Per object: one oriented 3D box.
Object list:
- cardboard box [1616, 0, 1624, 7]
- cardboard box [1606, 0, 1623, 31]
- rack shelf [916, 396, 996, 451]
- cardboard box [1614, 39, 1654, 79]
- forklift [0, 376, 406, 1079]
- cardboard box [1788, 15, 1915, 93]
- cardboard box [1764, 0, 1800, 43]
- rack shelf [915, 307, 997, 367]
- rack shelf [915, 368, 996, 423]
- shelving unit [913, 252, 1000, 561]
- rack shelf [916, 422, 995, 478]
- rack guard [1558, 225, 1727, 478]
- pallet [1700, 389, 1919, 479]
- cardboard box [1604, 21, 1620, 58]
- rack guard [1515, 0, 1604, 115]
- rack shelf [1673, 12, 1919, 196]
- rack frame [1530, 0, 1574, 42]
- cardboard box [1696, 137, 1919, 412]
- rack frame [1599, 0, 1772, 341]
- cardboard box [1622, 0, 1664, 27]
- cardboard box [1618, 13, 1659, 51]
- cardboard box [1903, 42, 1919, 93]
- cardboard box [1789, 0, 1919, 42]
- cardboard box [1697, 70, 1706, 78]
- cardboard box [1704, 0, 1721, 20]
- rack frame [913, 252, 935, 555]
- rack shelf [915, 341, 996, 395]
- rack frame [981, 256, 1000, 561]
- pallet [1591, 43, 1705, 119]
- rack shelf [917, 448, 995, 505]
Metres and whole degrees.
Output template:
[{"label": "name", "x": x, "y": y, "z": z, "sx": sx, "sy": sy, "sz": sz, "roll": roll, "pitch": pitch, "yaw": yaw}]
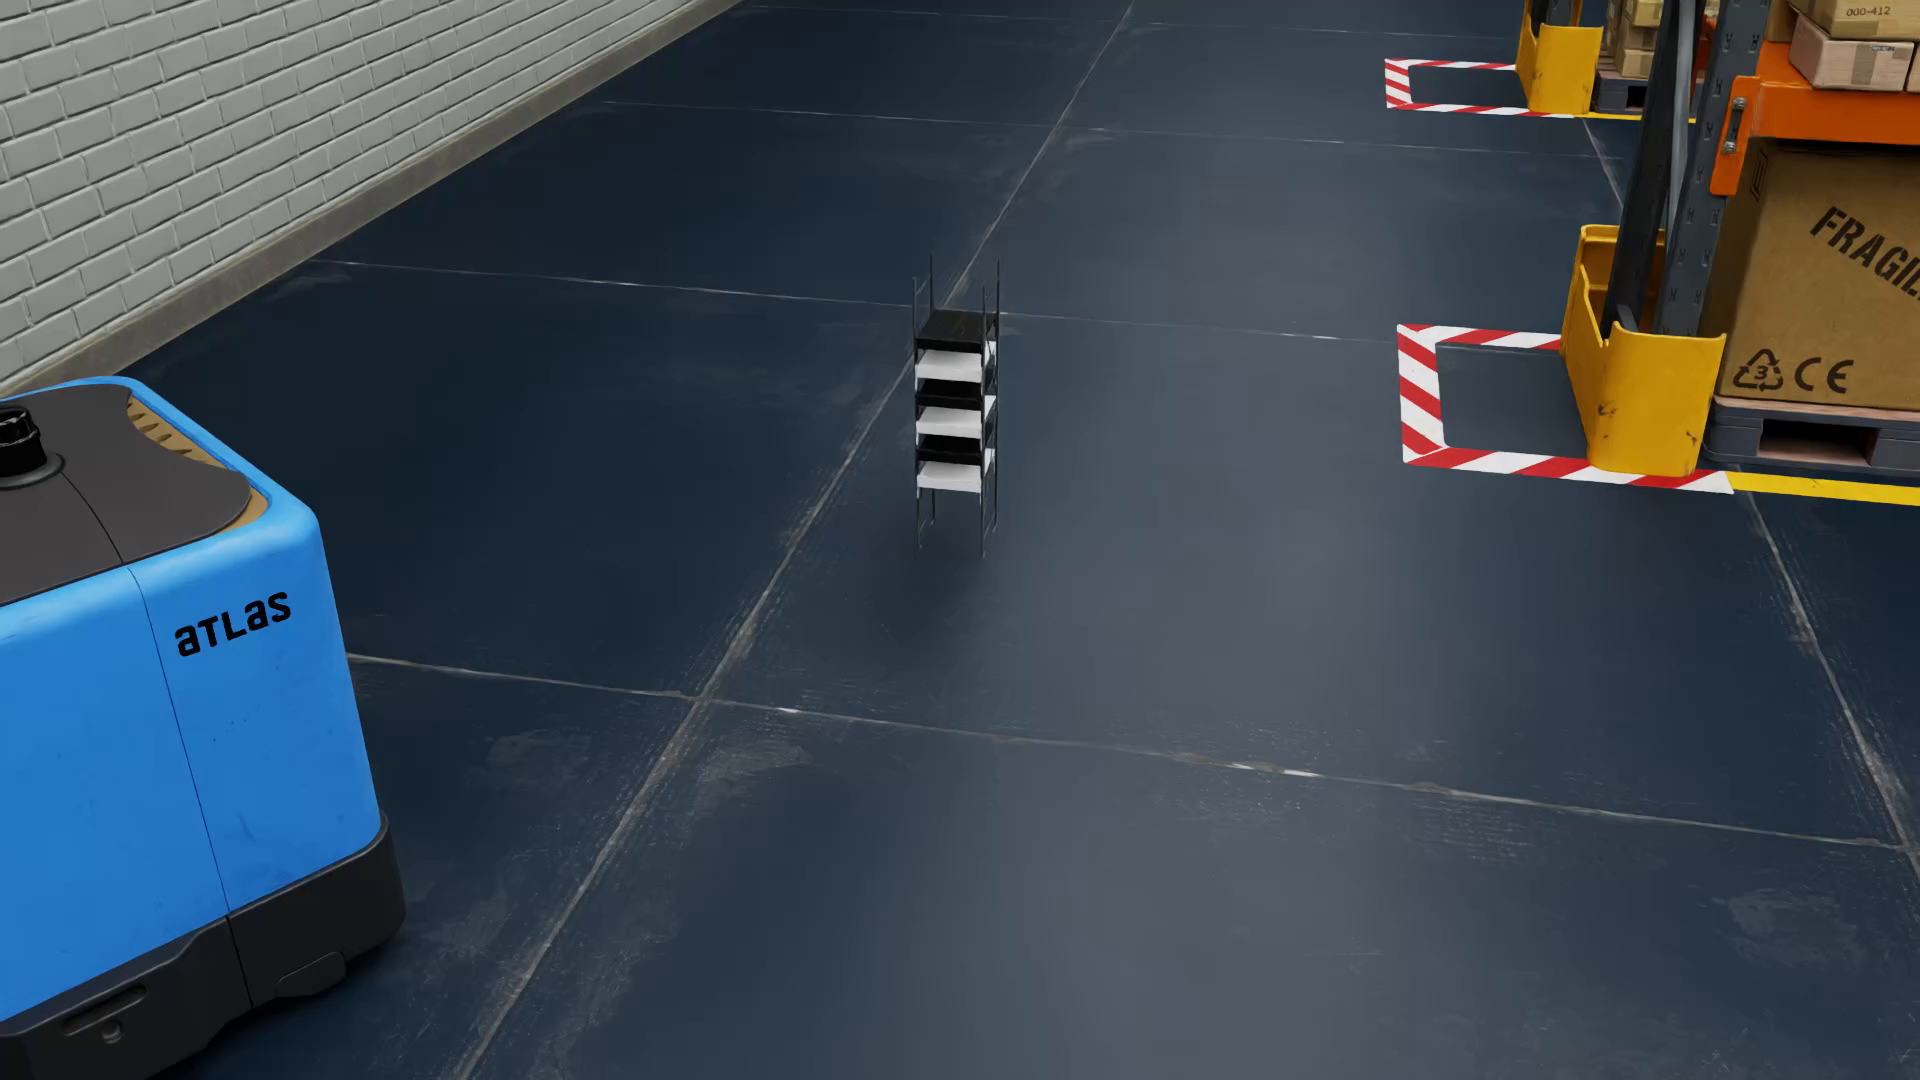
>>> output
[{"label": "cardboard box", "x": 4.177, "y": -3.390, "z": 10.230, "sx": 0.250, "sy": 0.149, "sz": 0.380, "roll": 6, "pitch": 29, "yaw": 11}, {"label": "cardboard box", "x": 4.182, "y": -3.274, "z": 10.329, "sx": 0.250, "sy": 0.149, "sz": 0.380, "roll": 5, "pitch": 29, "yaw": 9}, {"label": "rack shelf", "x": -0.008, "y": -0.366, "z": 5.051, "sx": 0.200, "sy": 0.077, "sz": 0.258, "roll": 6, "pitch": 29, "yaw": 11}, {"label": "cardboard box", "x": 4.051, "y": -2.860, "z": 9.882, "sx": 0.250, "sy": 0.149, "sz": 0.380, "roll": 6, "pitch": 29, "yaw": 12}, {"label": "forklift", "x": -2.612, "y": -0.075, "z": 2.334, "sx": 3.031, "sy": 2.935, "sz": 1.130, "roll": -25, "pitch": 37, "yaw": -38}, {"label": "cardboard box", "x": 2.750, "y": -1.509, "z": 5.144, "sx": 0.250, "sy": 0.149, "sz": 0.380, "roll": 6, "pitch": 29, "yaw": 11}, {"label": "cardboard box", "x": 2.888, "y": -1.819, "z": 5.710, "sx": 0.250, "sy": 0.149, "sz": 0.380, "roll": 6, "pitch": 29, "yaw": 12}, {"label": "rack shelf", "x": -0.008, "y": -0.603, "z": 4.922, "sx": 0.200, "sy": 0.077, "sz": 0.258, "roll": 6, "pitch": 29, "yaw": 11}, {"label": "rack shelf", "x": -0.008, "y": -0.445, "z": 5.008, "sx": 0.200, "sy": 0.077, "sz": 0.258, "roll": 6, "pitch": 29, "yaw": 11}, {"label": "shelving unit", "x": -0.008, "y": -0.396, "z": 5.035, "sx": 0.210, "sy": 0.900, "sz": 0.258, "roll": 6, "pitch": 29, "yaw": 11}, {"label": "rack shelf", "x": -0.008, "y": -0.287, "z": 5.095, "sx": 0.200, "sy": 0.077, "sz": 0.258, "roll": 6, "pitch": 29, "yaw": 11}, {"label": "rack guard", "x": 2.448, "y": -0.716, "z": 6.037, "sx": 0.348, "sy": 0.500, "sz": 1.175, "roll": 6, "pitch": 29, "yaw": 11}, {"label": "pallet", "x": 3.270, "y": -0.543, "z": 6.022, "sx": 1.213, "sy": 0.211, "sz": 1.003, "roll": 6, "pitch": 29, "yaw": 11}, {"label": "cardboard box", "x": 4.164, "y": -3.108, "z": 10.335, "sx": 0.250, "sy": 0.149, "sz": 0.380, "roll": 6, "pitch": 29, "yaw": 11}, {"label": "rack guard", "x": 3.680, "y": -3.025, "z": 10.255, "sx": 0.348, "sy": 0.500, "sz": 1.175, "roll": 6, "pitch": 29, "yaw": 11}, {"label": "rack shelf", "x": 4.427, "y": -1.294, "z": 5.239, "sx": 4.000, "sy": 0.370, "sz": 1.077, "roll": 6, "pitch": 29, "yaw": 11}, {"label": "rack frame", "x": 3.606, "y": -4.129, "z": 9.668, "sx": 0.127, "sy": 3.000, "sz": 1.000, "roll": 6, "pitch": 29, "yaw": 11}, {"label": "cardboard box", "x": 3.114, "y": -1.035, "z": 5.793, "sx": 0.875, "sy": 0.875, "sz": 0.875, "roll": 6, "pitch": 29, "yaw": 11}, {"label": "rack frame", "x": 2.471, "y": -1.810, "z": 5.432, "sx": 0.127, "sy": 3.000, "sz": 1.000, "roll": 6, "pitch": 29, "yaw": 11}, {"label": "cardboard box", "x": 4.047, "y": -3.112, "z": 9.722, "sx": 0.250, "sy": 0.149, "sz": 0.380, "roll": 5, "pitch": 29, "yaw": 8}, {"label": "cardboard box", "x": 4.065, "y": -3.020, "z": 9.864, "sx": 0.250, "sy": 0.149, "sz": 0.380, "roll": 7, "pitch": 29, "yaw": 13}, {"label": "cardboard box", "x": 3.001, "y": -1.484, "z": 5.099, "sx": 0.250, "sy": 0.149, "sz": 0.380, "roll": 5, "pitch": 29, "yaw": 10}, {"label": "cardboard box", "x": 2.884, "y": -1.700, "z": 5.077, "sx": 0.500, "sy": 0.250, "sz": 0.500, "roll": 5, "pitch": 29, "yaw": 9}, {"label": "cardboard box", "x": 4.325, "y": -2.872, "z": 9.904, "sx": 0.250, "sy": 0.149, "sz": 0.380, "roll": 6, "pitch": 29, "yaw": 10}, {"label": "cardboard box", "x": 4.342, "y": -3.140, "z": 9.775, "sx": 0.250, "sy": 0.149, "sz": 0.380, "roll": 6, "pitch": 29, "yaw": 11}, {"label": "rack frame", "x": -0.107, "y": -0.406, "z": 5.054, "sx": 0.006, "sy": 0.900, "sz": 0.240, "roll": 6, "pitch": 29, "yaw": 11}, {"label": "rack shelf", "x": -0.008, "y": -0.524, "z": 4.965, "sx": 0.200, "sy": 0.077, "sz": 0.258, "roll": 6, "pitch": 29, "yaw": 11}, {"label": "rack frame", "x": 0.091, "y": -0.385, "z": 5.017, "sx": 0.006, "sy": 0.900, "sz": 0.240, "roll": 6, "pitch": 29, "yaw": 11}, {"label": "pallet", "x": 4.467, "y": -2.800, "z": 10.145, "sx": 1.213, "sy": 0.211, "sz": 1.003, "roll": 6, "pitch": 29, "yaw": 11}, {"label": "rack shelf", "x": -0.008, "y": -0.208, "z": 5.138, "sx": 0.200, "sy": 0.077, "sz": 0.258, "roll": 6, "pitch": 29, "yaw": 11}]
